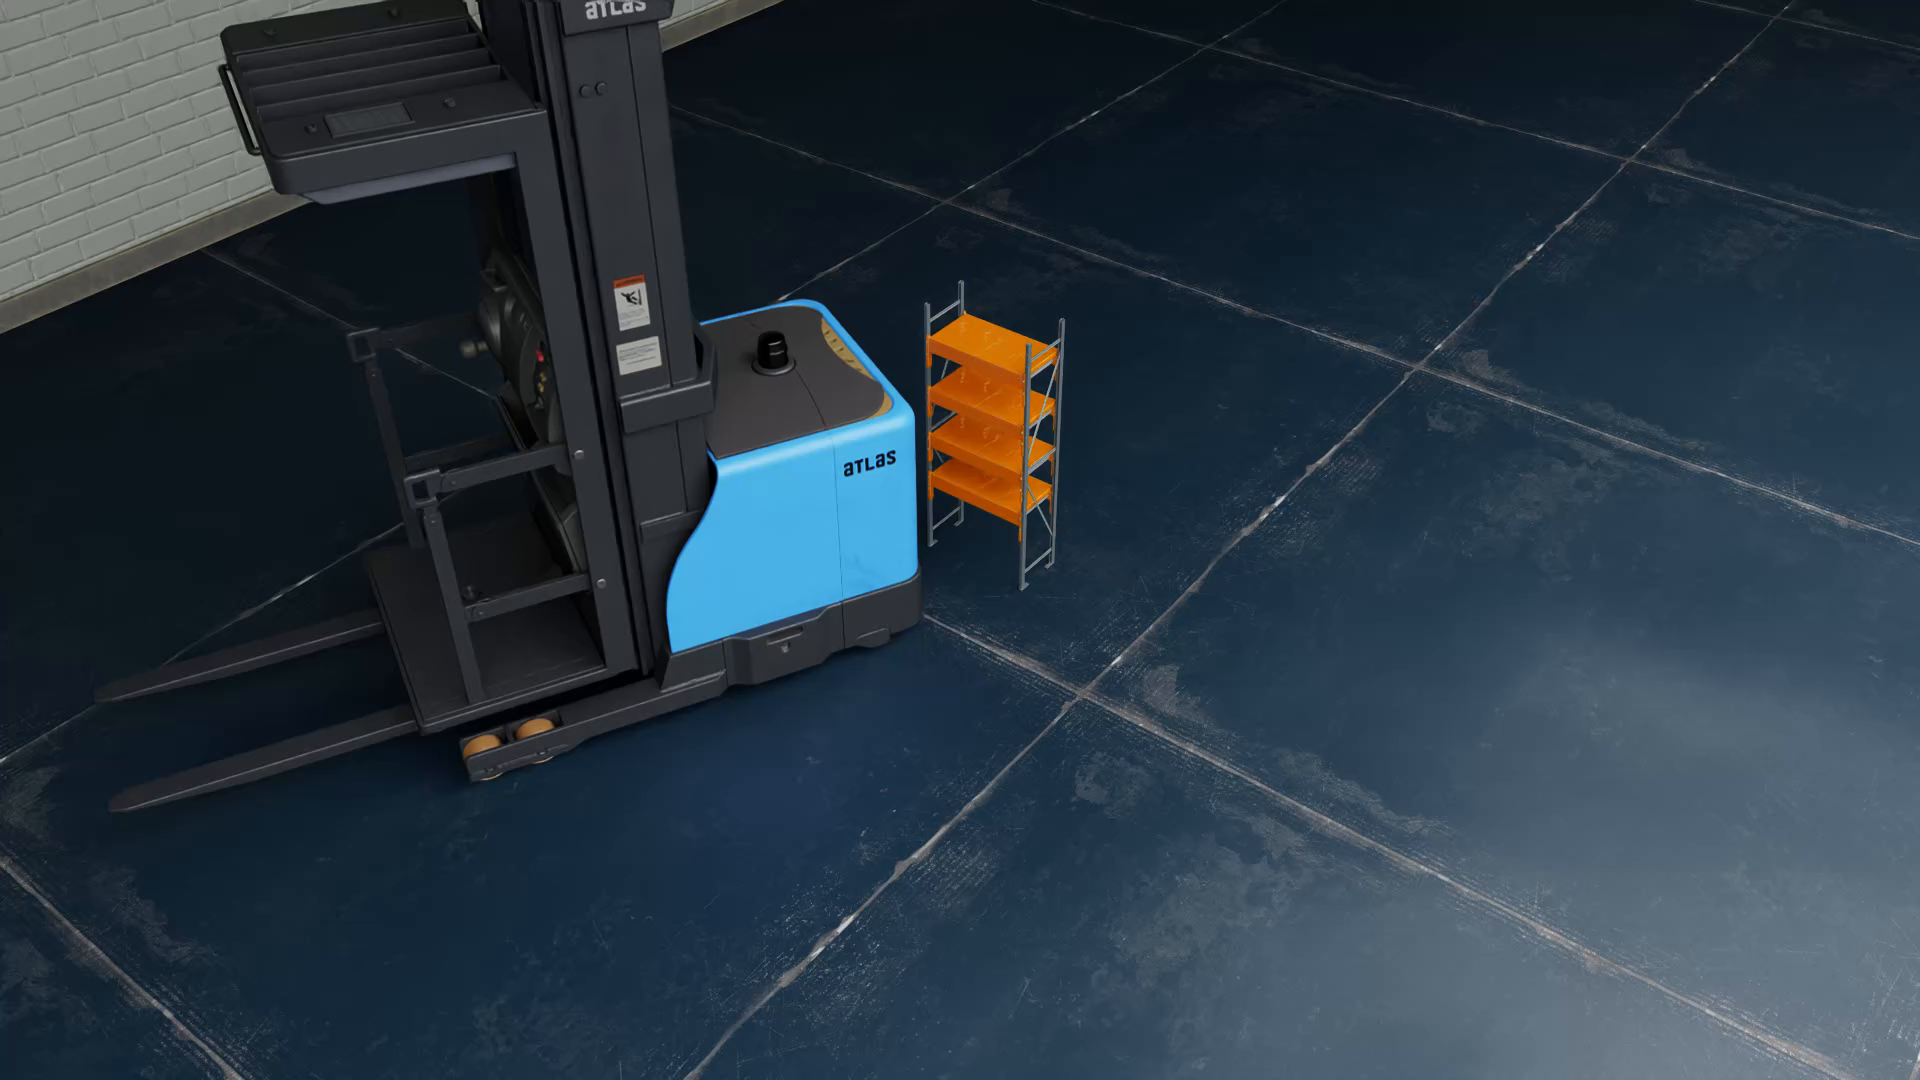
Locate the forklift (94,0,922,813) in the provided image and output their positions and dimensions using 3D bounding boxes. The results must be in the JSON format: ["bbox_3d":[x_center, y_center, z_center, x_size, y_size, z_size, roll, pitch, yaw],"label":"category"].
[{"bbox_3d":[-1.707,-0.644,5.695,3.031,2.935,1.130,-17,41,-20],"label":"forklift"}]

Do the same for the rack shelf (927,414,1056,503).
[{"bbox_3d":[0.131,-0.357,6.842,0.480,0.148,0.258,25,45,29],"label":"rack shelf"}]

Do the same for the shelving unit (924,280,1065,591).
[{"bbox_3d":[0.131,-0.410,6.801,0.503,1.200,0.258,25,45,29],"label":"shelving unit"}]

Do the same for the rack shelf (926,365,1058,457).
[{"bbox_3d":[0.131,-0.534,6.704,0.480,0.148,0.258,25,45,29],"label":"rack shelf"}]

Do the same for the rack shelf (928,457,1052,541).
[{"bbox_3d":[0.131,-0.201,6.965,0.480,0.148,0.258,25,45,29],"label":"rack shelf"}]

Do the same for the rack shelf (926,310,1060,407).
[{"bbox_3d":[0.131,-0.720,6.559,0.480,0.148,0.258,25,45,29],"label":"rack shelf"}]

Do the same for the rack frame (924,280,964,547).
[{"bbox_3d":[-0.062,-0.502,6.918,0.015,1.200,0.240,25,45,29],"label":"rack frame"}]

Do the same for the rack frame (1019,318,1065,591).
[{"bbox_3d":[0.325,-0.319,6.684,0.015,1.200,0.240,25,45,29],"label":"rack frame"}]
